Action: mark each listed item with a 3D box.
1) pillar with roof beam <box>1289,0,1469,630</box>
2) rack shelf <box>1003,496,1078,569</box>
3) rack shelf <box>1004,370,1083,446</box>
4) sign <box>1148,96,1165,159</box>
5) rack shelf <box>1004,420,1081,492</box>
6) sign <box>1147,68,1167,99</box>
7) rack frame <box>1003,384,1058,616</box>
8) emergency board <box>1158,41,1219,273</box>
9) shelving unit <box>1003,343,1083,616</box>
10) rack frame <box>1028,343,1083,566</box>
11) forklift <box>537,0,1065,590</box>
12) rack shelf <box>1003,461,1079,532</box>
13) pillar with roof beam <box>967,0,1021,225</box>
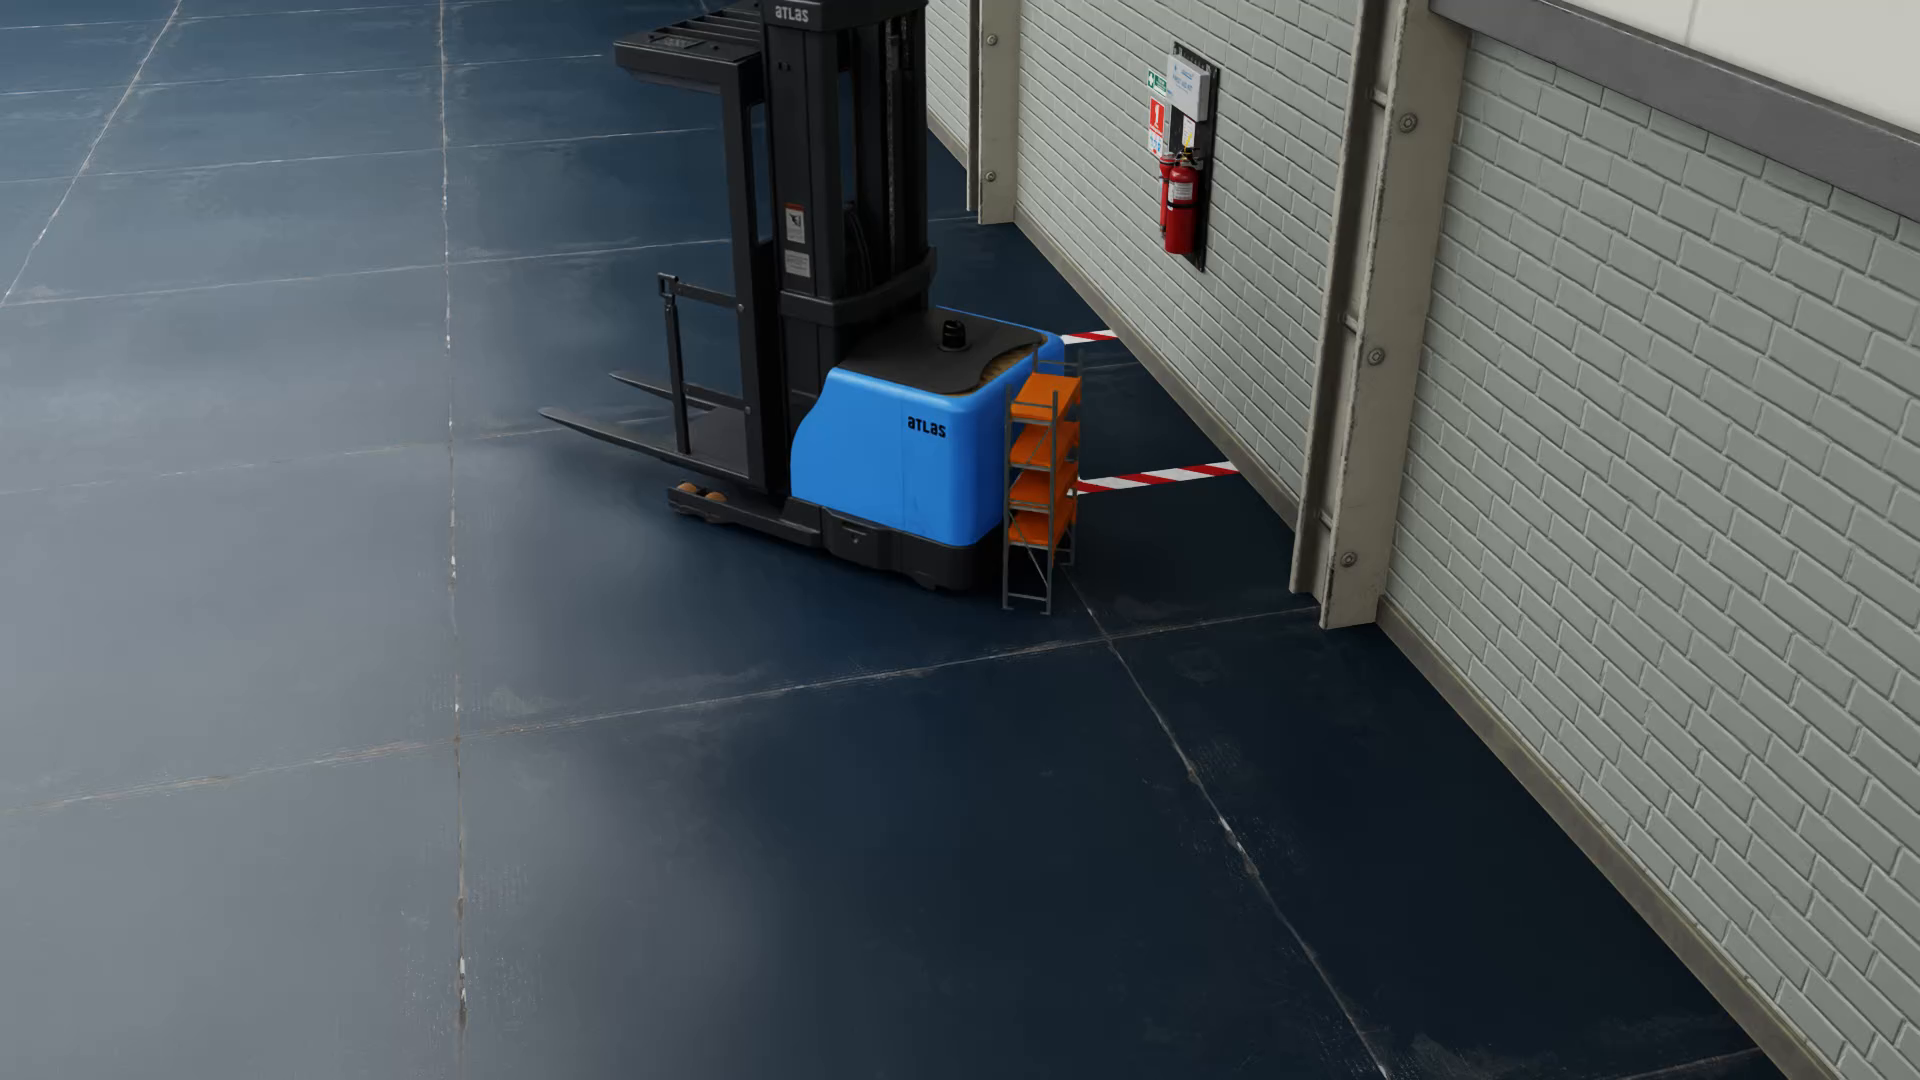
[{"bbox_3d":[-2.304,-3.007,4.961,9.100,9.000,0.400,-8,31,-13],"label":"pillar with roof beam"},{"bbox_3d":[0.398,-0.058,8.182,0.258,0.148,0.480,9,31,14],"label":"rack shelf"},{"bbox_3d":[0.398,-0.628,7.852,0.258,0.148,0.480,9,31,14],"label":"rack shelf"},{"bbox_3d":[1.180,-2.477,10.000,0.001,0.329,0.234,-8,31,-13],"label":"sign"},{"bbox_3d":[0.398,-0.423,7.971,0.258,0.148,0.480,9,31,14],"label":"rack shelf"},{"bbox_3d":[1.173,-2.703,9.862,0.001,0.109,0.331,-8,31,-13],"label":"sign"},{"bbox_3d":[0.328,-0.171,7.847,0.240,1.200,0.015,9,31,14],"label":"rack frame"},{"bbox_3d":[1.228,-2.181,9.524,0.194,1.169,0.643,-8,31,-13],"label":"emergency board"},{"bbox_3d":[0.398,-0.288,8.049,0.258,1.200,0.503,9,31,14],"label":"shelving unit"},{"bbox_3d":[0.469,-0.405,8.251,0.240,1.200,0.015,9,31,14],"label":"rack frame"},{"bbox_3d":[-0.978,-1.562,8.522,3.031,2.935,1.130,17,34,27],"label":"forklift"},{"bbox_3d":[0.398,-0.229,8.083,0.258,0.148,0.480,9,31,14],"label":"rack shelf"},{"bbox_3d":[-3.896,-5.904,9.968,9.100,9.000,0.400,-8,31,-13],"label":"pillar with roof beam"}]
